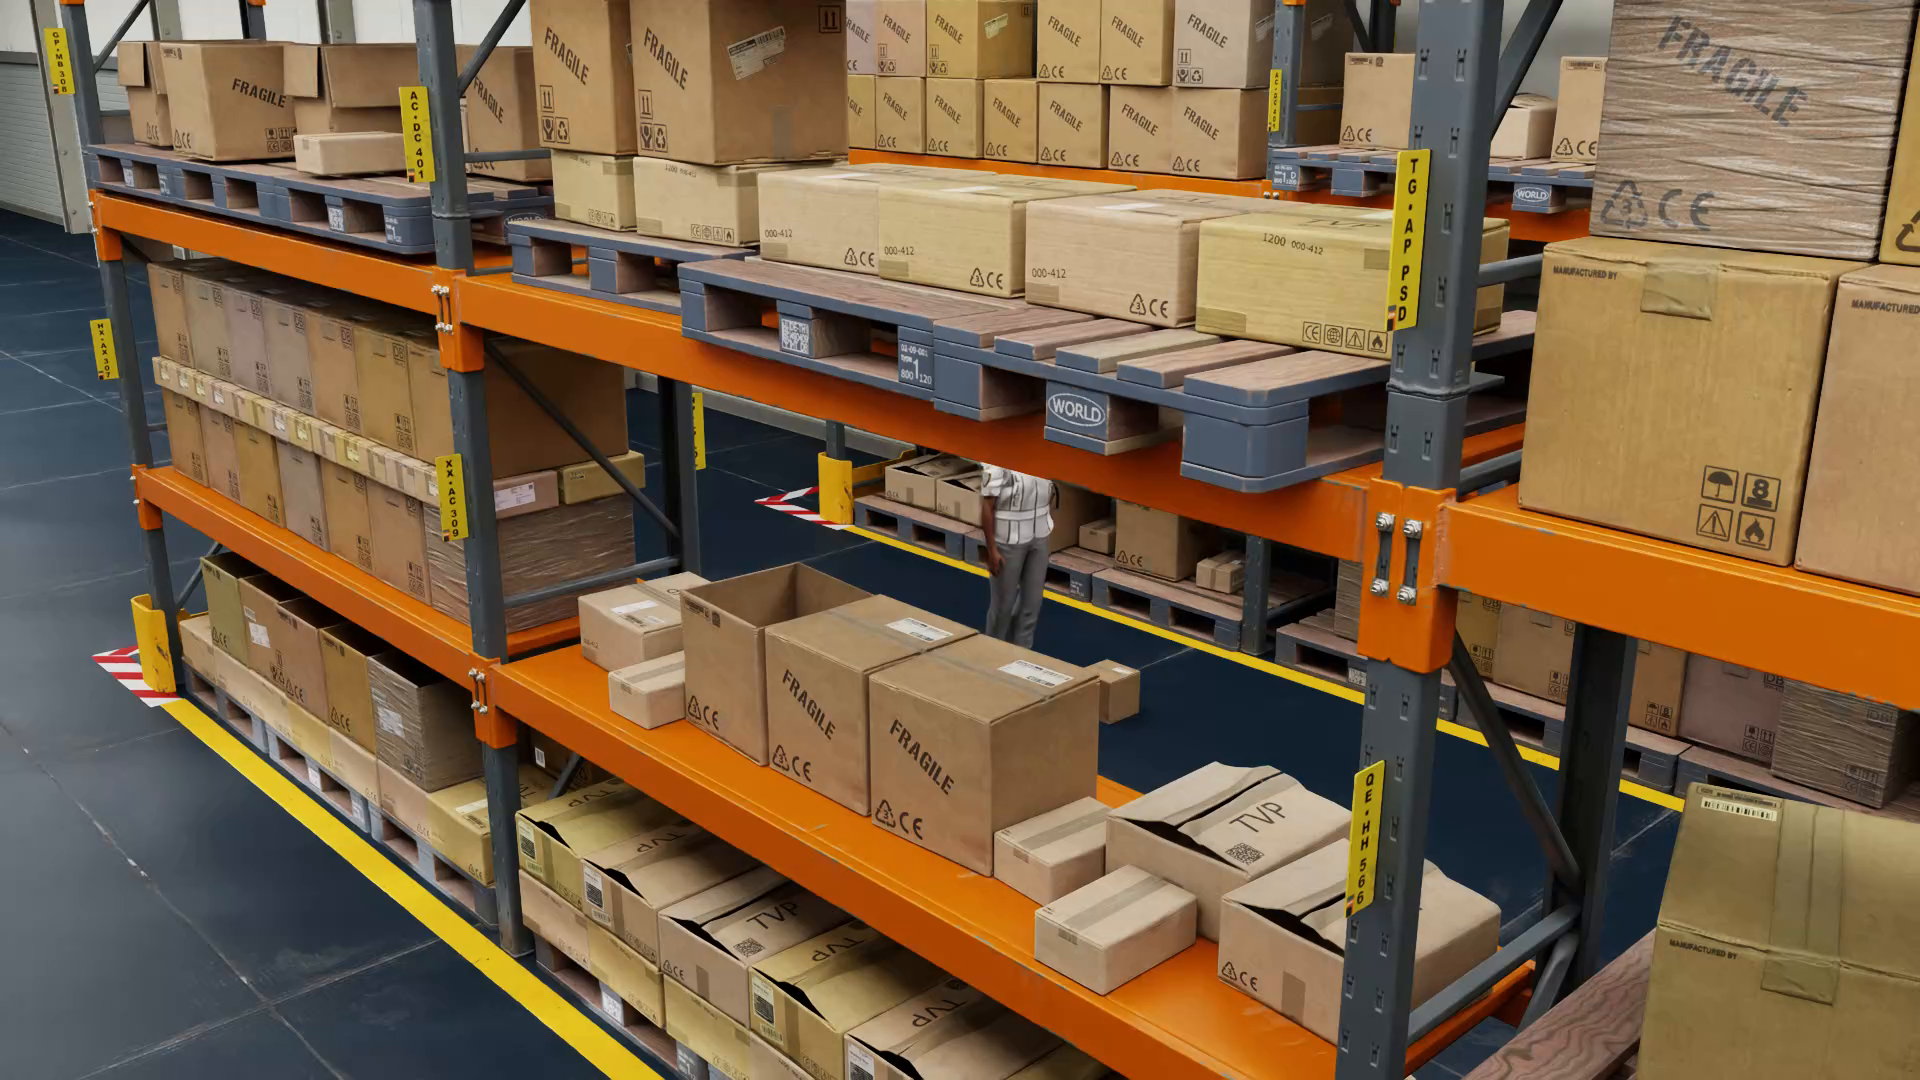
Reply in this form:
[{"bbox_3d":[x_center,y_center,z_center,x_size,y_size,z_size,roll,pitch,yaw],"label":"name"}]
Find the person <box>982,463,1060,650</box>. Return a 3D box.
[{"bbox_3d":[0.314,-0.008,9.481,0.496,1.680,0.390,-14,22,-38],"label":"person"}]
